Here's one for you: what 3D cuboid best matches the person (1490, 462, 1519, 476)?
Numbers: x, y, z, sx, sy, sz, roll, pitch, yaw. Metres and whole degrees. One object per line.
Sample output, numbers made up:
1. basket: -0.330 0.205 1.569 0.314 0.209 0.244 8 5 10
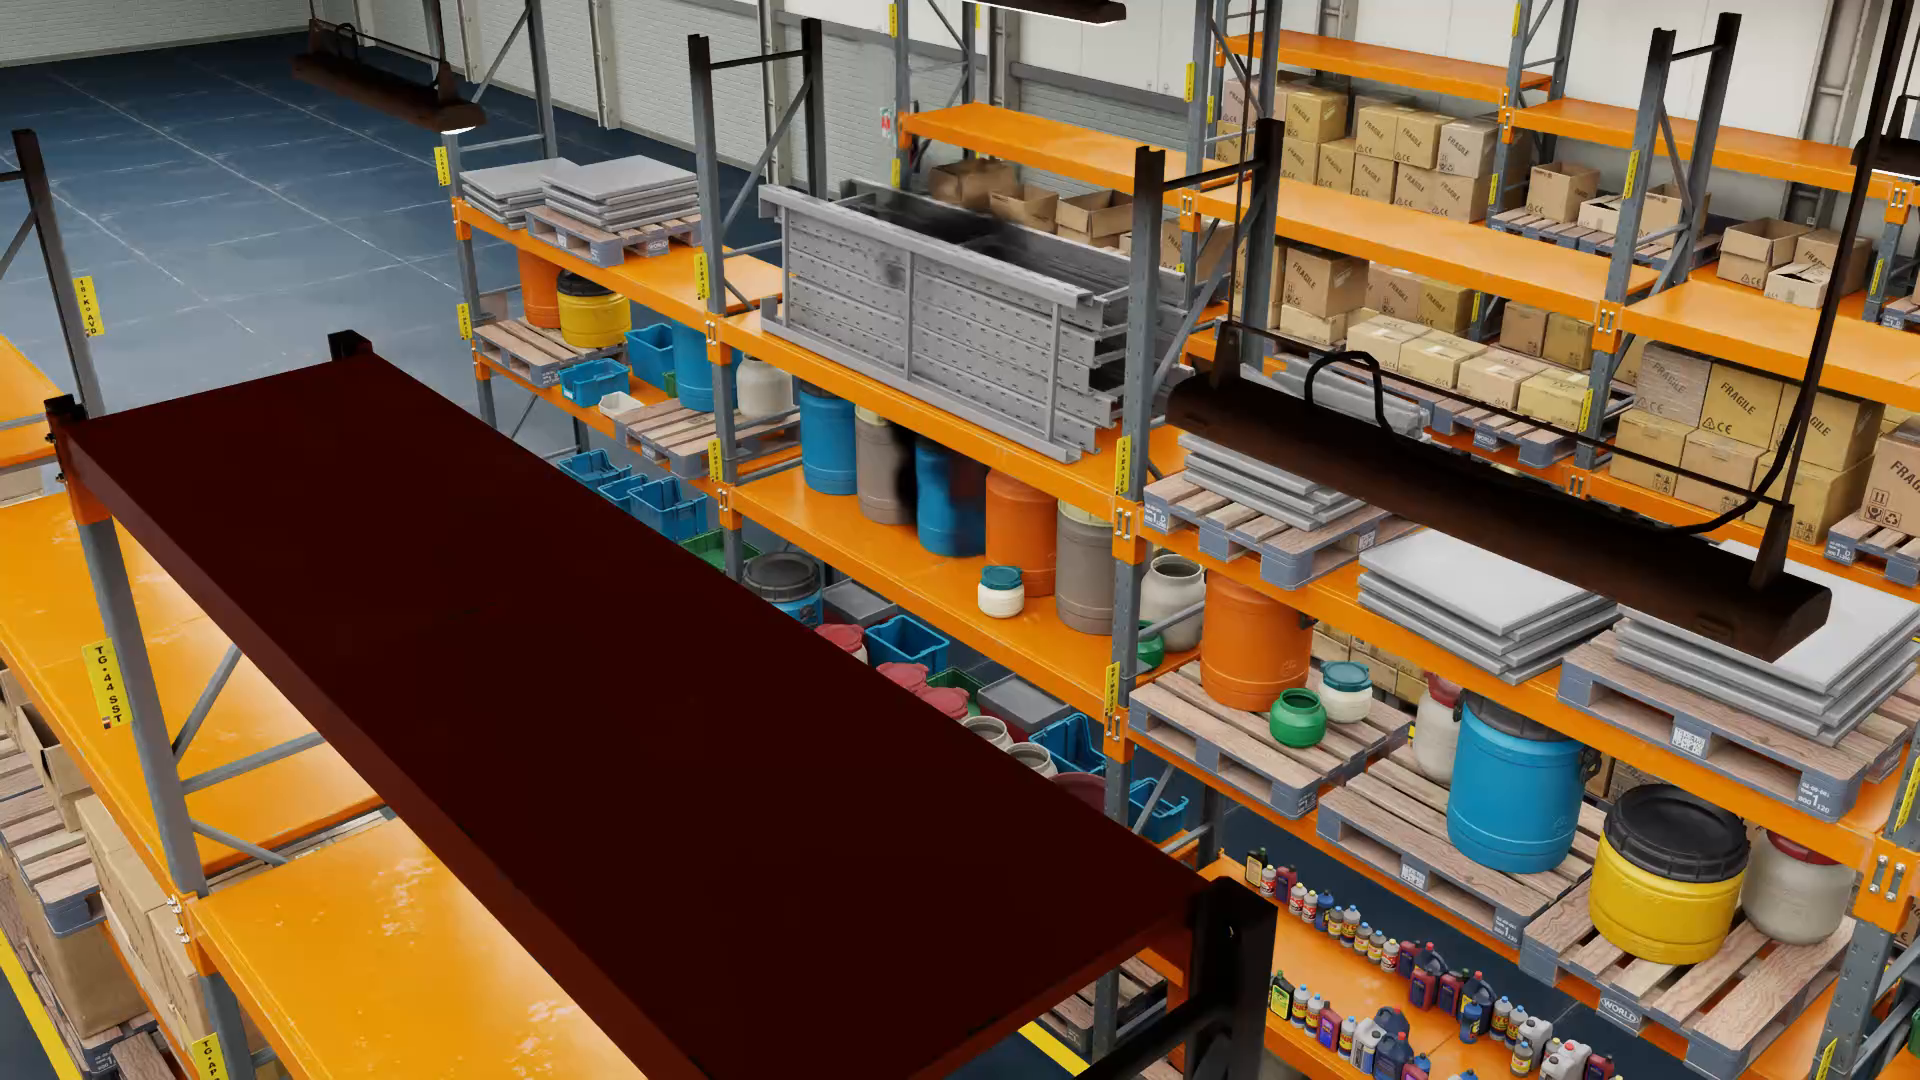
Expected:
1. person: 5.257 -0.223 16.339 0.662 1.317 0.535 24 35 39
